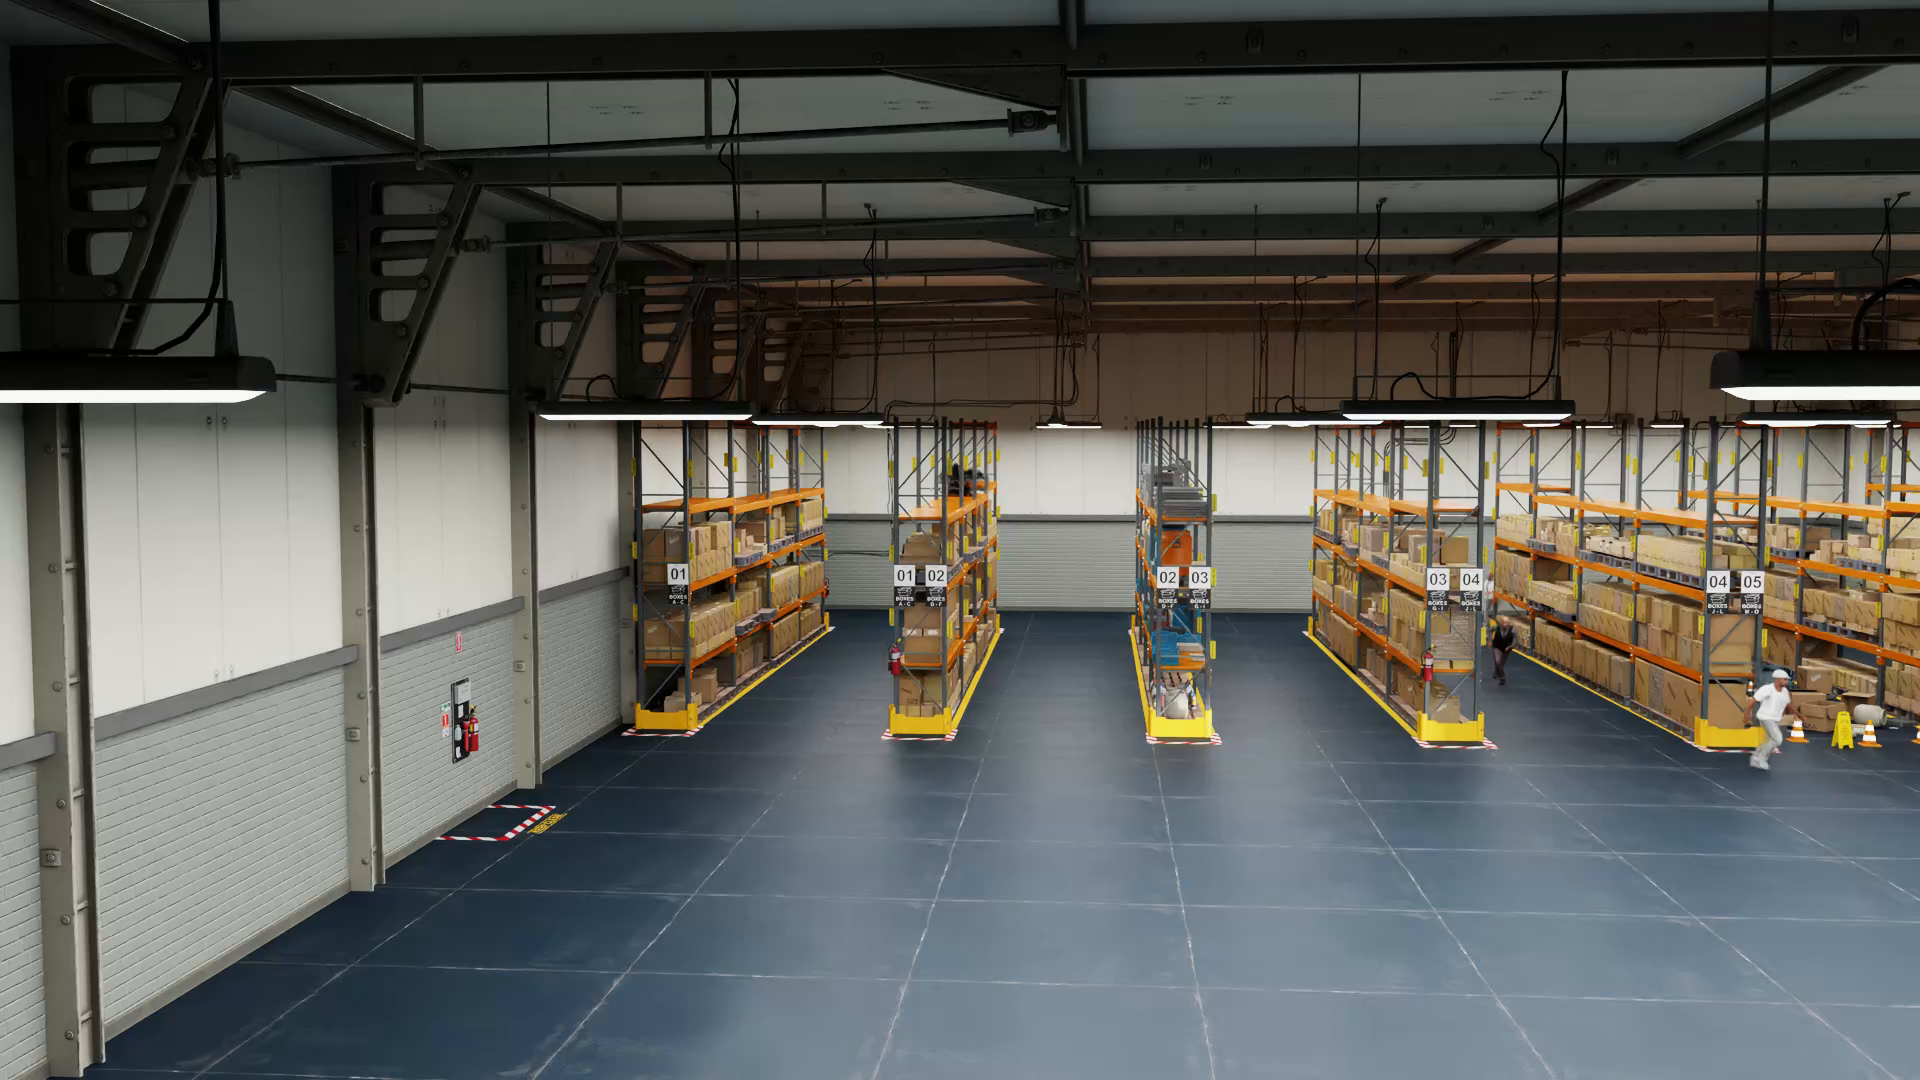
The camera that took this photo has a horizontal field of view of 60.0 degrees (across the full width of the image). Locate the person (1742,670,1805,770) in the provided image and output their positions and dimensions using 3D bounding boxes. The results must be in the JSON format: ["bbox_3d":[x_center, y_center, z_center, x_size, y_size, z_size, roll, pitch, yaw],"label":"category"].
[{"bbox_3d":[13.699,3.022,27.957,0.684,1.706,0.805,-2,4,-32],"label":"person"}]

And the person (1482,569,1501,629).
[{"bbox_3d":[15.341,1.694,47.930,0.940,1.762,0.666,-3,5,-35],"label":"person"}]

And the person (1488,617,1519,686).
[{"bbox_3d":[12.322,2.484,37.784,0.648,1.563,1.070,1,4,10],"label":"person"}]
